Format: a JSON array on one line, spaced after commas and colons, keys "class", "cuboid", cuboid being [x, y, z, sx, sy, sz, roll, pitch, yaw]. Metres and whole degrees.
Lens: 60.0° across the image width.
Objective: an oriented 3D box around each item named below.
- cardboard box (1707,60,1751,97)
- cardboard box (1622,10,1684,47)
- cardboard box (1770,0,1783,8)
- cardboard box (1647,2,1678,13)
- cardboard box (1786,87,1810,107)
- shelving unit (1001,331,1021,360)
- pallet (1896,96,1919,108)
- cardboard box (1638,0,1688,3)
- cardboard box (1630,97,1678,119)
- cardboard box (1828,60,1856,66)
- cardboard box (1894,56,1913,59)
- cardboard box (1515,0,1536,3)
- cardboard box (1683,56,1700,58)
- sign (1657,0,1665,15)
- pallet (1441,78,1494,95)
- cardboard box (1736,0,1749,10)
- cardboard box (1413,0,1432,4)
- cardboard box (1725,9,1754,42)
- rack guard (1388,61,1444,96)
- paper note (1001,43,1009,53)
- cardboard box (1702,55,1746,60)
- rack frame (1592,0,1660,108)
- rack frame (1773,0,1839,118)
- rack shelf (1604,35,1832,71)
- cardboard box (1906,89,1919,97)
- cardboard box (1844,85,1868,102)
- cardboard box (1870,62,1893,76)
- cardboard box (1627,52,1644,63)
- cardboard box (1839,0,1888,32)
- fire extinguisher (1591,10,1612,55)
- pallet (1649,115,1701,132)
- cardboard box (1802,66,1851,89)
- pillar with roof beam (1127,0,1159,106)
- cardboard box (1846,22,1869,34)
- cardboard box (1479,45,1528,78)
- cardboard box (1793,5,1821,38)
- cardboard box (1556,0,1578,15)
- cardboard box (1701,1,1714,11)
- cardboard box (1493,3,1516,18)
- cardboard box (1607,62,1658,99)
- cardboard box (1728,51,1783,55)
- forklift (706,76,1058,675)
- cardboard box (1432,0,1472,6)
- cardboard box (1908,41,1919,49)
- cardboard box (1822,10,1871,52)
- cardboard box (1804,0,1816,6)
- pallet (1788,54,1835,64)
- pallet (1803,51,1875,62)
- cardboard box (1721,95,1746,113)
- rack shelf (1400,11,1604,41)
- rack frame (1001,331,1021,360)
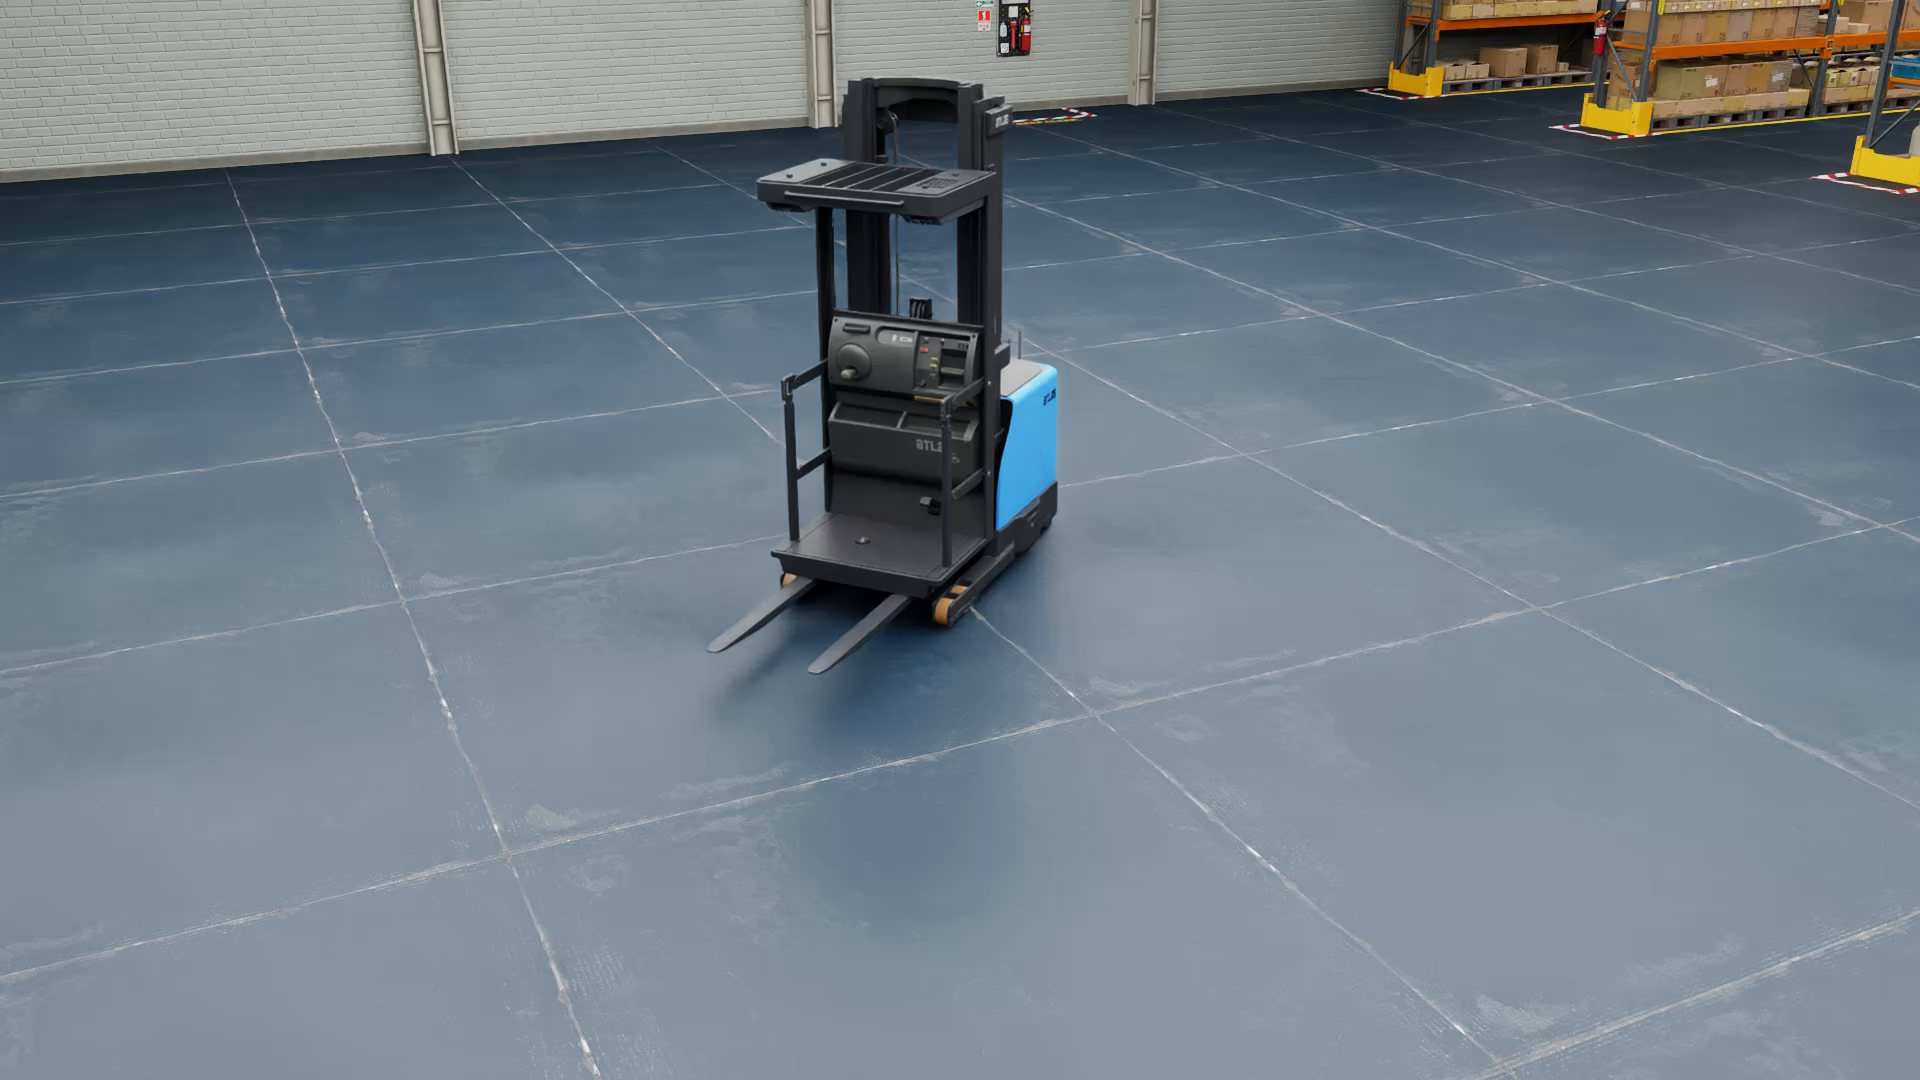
[{"class": "cardboard box", "cuboid": [12.424, -7.492, 26.993, 0.500, 0.500, 0.500, -10, 25, -24]}, {"class": "cardboard box", "cuboid": [10.918, -8.081, 26.220, 0.500, 0.500, 0.700, -10, 25, -24]}, {"class": "cardboard box", "cuboid": [13.026, -8.684, 26.829, 0.250, 0.149, 0.380, -11, 25, -24]}, {"class": "cardboard box", "cuboid": [10.938, -8.299, 25.898, 0.250, 0.149, 0.380, -11, 25, -24]}, {"class": "cardboard box", "cuboid": [13.773, -7.397, 27.743, 0.500, 0.250, 0.500, -10, 25, -24]}, {"class": "shelving unit", "cuboid": [0.256, -0.803, 11.122, 0.258, 1.200, 0.189, 10, 24, 22]}, {"class": "pallet", "cuboid": [16.941, -7.877, 29.505, 1.213, 0.211, 1.003, -10, 25, -24]}, {"class": "cardboard box", "cuboid": [10.965, -8.689, 25.993, 0.500, 0.500, 0.700, -10, 25, -23]}, {"class": "cardboard box", "cuboid": [11.071, -6.898, 26.538, 0.500, 0.250, 0.500, -10, 25, -24]}, {"class": "cardboard box", "cuboid": [15.253, -8.145, 28.817, 0.500, 0.311, 0.500, -11, 25, -24]}, {"class": "cardboard box", "cuboid": [16.631, -8.396, 29.424, 0.500, 0.311, 0.500, -11, 25, -25]}, {"class": "cardboard box", "cuboid": [10.278, -10.182, 30.616, 0.500, 0.500, 0.500, -10, 24, -22]}, {"class": "cardboard box", "cuboid": [14.407, -9.861, 33.344, 0.500, 0.500, 0.700, -10, 25, -24]}, {"class": "sign", "cuboid": [10.727, -8.206, 25.418, 0.005, 0.325, 0.100, -10, 25, -24]}, {"class": "pallet", "cuboid": [9.156, -8.515, 31.045, 1.213, 0.211, 1.003, -10, 25, -24]}, {"class": "cardboard box", "cuboid": [12.324, -8.553, 26.513, 0.250, 0.149, 0.380, -10, 25, -23]}, {"class": "cardboard box", "cuboid": [8.672, -10.106, 30.433, 0.500, 0.500, 0.500, -11, 25, -24]}, {"class": "cardboard box", "cuboid": [12.311, -8.339, 26.843, 0.500, 0.500, 0.700, -10, 24, -22]}, {"class": "rack guard", "cuboid": [8.408, -8.526, 30.694, 0.348, 0.500, 1.175, -10, 25, -24]}, {"class": "paper note", "cuboid": [0.756, -8.278, 27.978, 0.142, 0.148, 0.016, -10, 25, -24]}, {"class": "cardboard box", "cuboid": [12.641, -7.761, 27.642, 0.500, 0.500, 0.500, -10, 25, -24]}, {"class": "rack frame", "cuboid": [10.491, -7.962, 26.063, 0.127, 3.000, 1.000, -10, 25, -24]}, {"class": "rack frame", "cuboid": [14.096, -8.626, 27.666, 0.127, 3.000, 1.000, -10, 25, -24]}, {"class": "rack shelf", "cuboid": [12.294, -7.961, 27.002, 4.000, 0.370, 1.077, -10, 25, -24]}, {"class": "cardboard box", "cuboid": [16.414, -7.872, 28.892, 0.500, 0.250, 0.500, -10, 24, -22]}, {"class": "cardboard box", "cuboid": [15.028, -7.615, 28.270, 0.500, 0.250, 0.500, -10, 24, -22]}, {"class": "cardboard box", "cuboid": [15.961, -8.046, 28.579, 0.500, 0.311, 0.500, -10, 24, -22]}, {"class": "cardboard box", "cuboid": [13.044, -9.611, 32.740, 0.500, 0.500, 0.700, -11, 25, -25]}, {"class": "cardboard box", "cuboid": [15.269, -8.881, 28.152, 0.500, 0.500, 0.500, -9, 24, -20]}, {"class": "fire extinguisher", "cuboid": [10.184, -8.067, 26.417, 0.183, 0.674, 0.296, -10, 25, -24]}, {"class": "pallet", "cuboid": [11.162, -6.815, 26.937, 1.213, 0.211, 1.003, -10, 25, -24]}, {"class": "cardboard box", "cuboid": [14.576, -7.791, 27.962, 0.500, 0.311, 0.500, -10, 25, -23]}, {"class": "pillar with roof beam", "cuboid": [5.056, -10.376, 24.050, 0.400, 9.000, 9.100, -10, 25, -24]}, {"class": "cardboard box", "cuboid": [14.983, -8.586, 27.899, 0.250, 0.149, 0.380, -10, 25, -24]}, {"class": "cardboard box", "cuboid": [10.199, -9.000, 31.263, 0.500, 0.500, 0.700, -12, 25, -27]}, {"class": "cardboard box", "cuboid": [13.699, -8.596, 27.463, 0.500, 0.500, 0.700, -11, 25, -25]}, {"class": "cardboard box", "cuboid": [11.196, -10.009, 31.178, 0.500, 0.250, 0.500, -10, 25, -23]}, {"class": "cardboard box", "cuboid": [11.629, -8.426, 26.204, 0.250, 0.149, 0.380, -11, 25, -24]}, {"class": "cardboard box", "cuboid": [9.840, -9.754, 30.561, 0.500, 0.250, 0.500, -11, 25, -24]}, {"class": "cardboard box", "cuboid": [10.846, -7.424, 26.828, 0.500, 0.500, 0.500, -10, 25, -24]}, {"class": "cardboard box", "cuboid": [16.268, -10.273, 33.908, 0.750, 0.750, 0.750, -11, 25, -24]}, {"class": "forklift", "cuboid": [-0.419, -1.043, 9.438, 1.130, 2.935, 3.031, 10, 24, 22]}, {"class": "cardboard box", "cuboid": [8.900, -9.931, 30.008, 0.500, 0.500, 0.500, -10, 25, -24]}, {"class": "cardboard box", "cuboid": [20.325, -10.869, 35.805, 0.500, 0.500, 0.700, -11, 25, -24]}, {"class": "cardboard box", "cuboid": [18.623, -10.707, 34.956, 0.750, 0.750, 0.750, -10, 25, -23]}, {"class": "cardboard box", "cuboid": [13.720, -8.812, 27.138, 0.250, 0.149, 0.380, -11, 25, -25]}, {"class": "pallet", "cuboid": [17.389, -10.013, 34.663, 1.213, 0.211, 1.003, -10, 25, -24]}, {"class": "pallet", "cuboid": [18.490, -10.217, 35.156, 1.213, 0.211, 1.003, -10, 25, -24]}, {"class": "cardboard box", "cuboid": [12.423, -7.146, 27.138, 0.500, 0.250, 0.500, -10, 25, -24]}, {"class": "rack shelf", "cuboid": [10.142, -9.668, 31.125, 4.000, 0.370, 1.077, -10, 25, -24]}, {"class": "rack frame", "cuboid": [0.293, -0.835, 11.199, 0.240, 1.200, 0.006, 10, 24, 22]}]
